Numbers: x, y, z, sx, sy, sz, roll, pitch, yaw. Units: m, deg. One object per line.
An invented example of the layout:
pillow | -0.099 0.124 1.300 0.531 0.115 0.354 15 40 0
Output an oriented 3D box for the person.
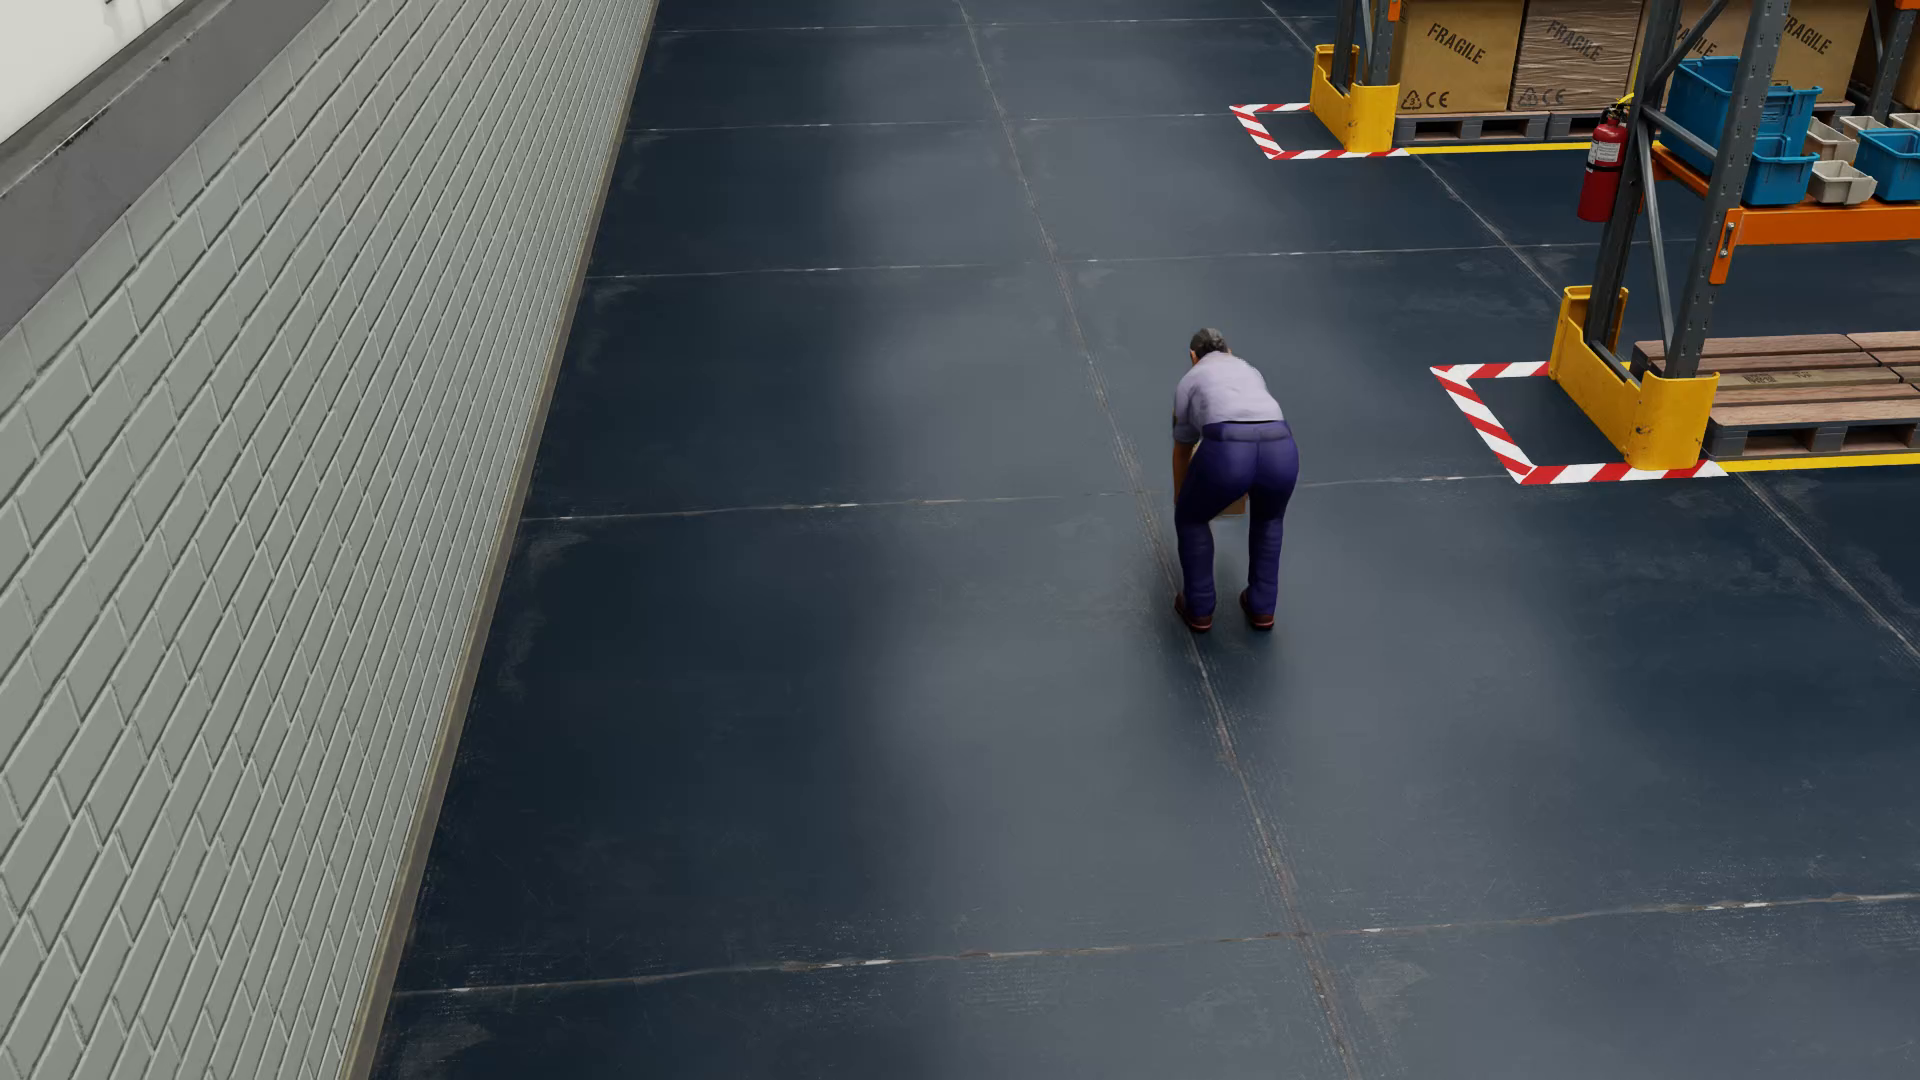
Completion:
person | 1.124 -0.255 7.089 0.470 1.111 0.898 -4 31 -6
